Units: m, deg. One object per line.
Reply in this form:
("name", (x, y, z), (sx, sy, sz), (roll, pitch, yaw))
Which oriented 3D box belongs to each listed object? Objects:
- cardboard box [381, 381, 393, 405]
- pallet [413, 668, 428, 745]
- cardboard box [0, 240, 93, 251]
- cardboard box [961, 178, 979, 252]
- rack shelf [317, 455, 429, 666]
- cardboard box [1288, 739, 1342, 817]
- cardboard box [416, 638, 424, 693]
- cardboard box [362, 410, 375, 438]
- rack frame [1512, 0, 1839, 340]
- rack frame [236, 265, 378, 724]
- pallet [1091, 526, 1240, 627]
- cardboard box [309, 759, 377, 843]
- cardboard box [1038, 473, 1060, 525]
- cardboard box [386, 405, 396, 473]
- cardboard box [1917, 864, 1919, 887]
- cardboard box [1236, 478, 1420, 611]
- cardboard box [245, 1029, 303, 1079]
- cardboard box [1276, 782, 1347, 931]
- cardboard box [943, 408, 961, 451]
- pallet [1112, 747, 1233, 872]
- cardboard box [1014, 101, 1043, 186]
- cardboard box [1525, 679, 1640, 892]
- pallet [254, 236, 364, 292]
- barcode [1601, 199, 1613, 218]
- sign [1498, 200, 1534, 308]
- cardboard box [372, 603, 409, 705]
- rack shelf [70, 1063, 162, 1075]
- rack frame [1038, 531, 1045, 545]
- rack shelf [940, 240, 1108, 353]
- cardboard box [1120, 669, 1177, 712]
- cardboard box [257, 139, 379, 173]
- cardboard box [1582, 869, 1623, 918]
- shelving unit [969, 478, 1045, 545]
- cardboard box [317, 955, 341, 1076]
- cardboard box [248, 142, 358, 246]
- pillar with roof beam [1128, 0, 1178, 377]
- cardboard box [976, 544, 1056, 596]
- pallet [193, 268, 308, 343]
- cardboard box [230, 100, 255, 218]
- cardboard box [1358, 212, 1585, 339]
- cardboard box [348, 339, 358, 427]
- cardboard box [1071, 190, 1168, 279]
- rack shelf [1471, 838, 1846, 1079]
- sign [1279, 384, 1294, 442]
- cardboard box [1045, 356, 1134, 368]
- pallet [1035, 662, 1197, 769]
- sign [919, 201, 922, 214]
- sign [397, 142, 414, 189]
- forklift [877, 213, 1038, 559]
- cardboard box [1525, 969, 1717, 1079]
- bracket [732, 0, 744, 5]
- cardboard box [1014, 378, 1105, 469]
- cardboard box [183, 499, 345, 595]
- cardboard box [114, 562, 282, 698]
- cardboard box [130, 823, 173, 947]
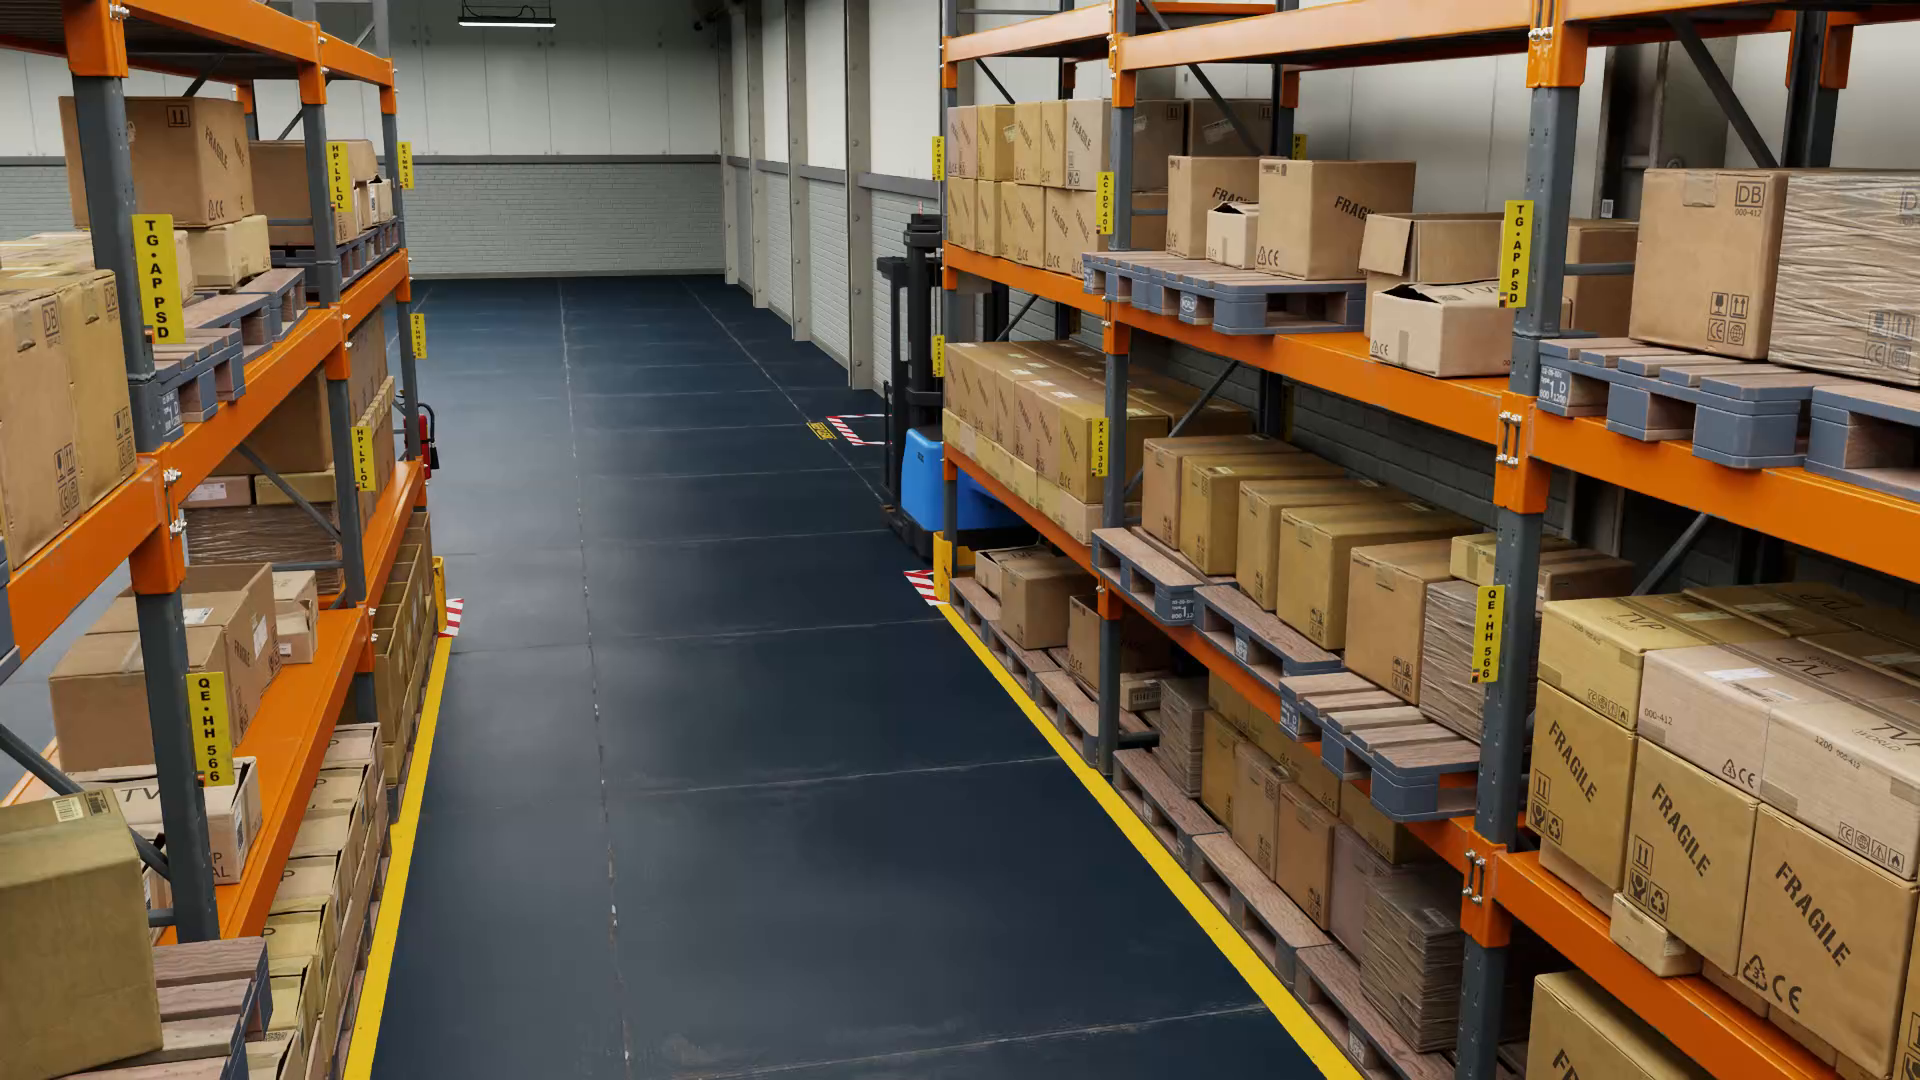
("cardboard box", (-4.112, -0.996, 11.430), (0.380, 0.149, 0.250), (-3, 14, -12))
("pallet", (-3.946, 1.039, 10.552), (1.003, 0.211, 1.213), (-3, 14, -13))
("cardboard box", (-2.996, -0.867, 5.590), (0.500, 0.250, 0.500), (-4, 14, -14))
("cardboard box", (0.292, -2.346, 11.958), (0.500, 0.500, 0.500), (-2, 14, -9))
("rack shelf", (-3.980, 0.040, 10.280), (1.077, 0.370, 4.000), (-3, 14, -13))
("cardboard box", (1.825, 1.018, 7.523), (0.500, 0.250, 0.500), (-3, 14, -13))
("cardboard box", (-3.673, 0.814, 10.507), (0.500, 0.250, 0.500), (-3, 14, -13))
("cardboard box", (-3.808, -0.699, 10.213), (0.380, 0.149, 0.250), (-3, 14, -14))
("rack frame", (2.243, -2.116, 4.951), (1.000, 3.000, 0.127), (-3, 14, -13))
("rack frame", (-3.510, 0.152, 8.306), (1.000, 3.000, 0.127), (-3, 14, -13))
("pallet", (1.342, 0.153, 8.708), (1.003, 0.211, 1.213), (-3, 14, -13))
("cardboard box", (-3.008, 1.209, 7.709), (0.500, 0.311, 0.500), (-3, 14, -12))
("cardboard box", (0.789, -0.269, 10.305), (0.500, 0.250, 0.500), (-3, 14, -13))
("cardboard box", (-4.352, -0.711, 11.627), (0.700, 0.500, 0.500), (-3, 14, -13))
("cardboard box", (2.474, 0.707, 3.577), (0.500, 0.250, 0.500), (-4, 14, -14))
("cardboard box", (1.700, 0.012, 7.743), (0.700, 0.500, 0.500), (-1, 14, -5))
("cardboard box", (-2.408, 1.797, 5.300), (0.500, 0.311, 0.500), (-3, 14, -11))
("cardboard box", (1.871, 1.397, 7.551), (0.700, 0.500, 0.500), (-3, 14, -13))
("cardboard box", (0.171, -0.854, 12.699), (0.500, 0.250, 0.500), (-4, 14, -15))
("pallet", (1.488, 1.410, 9.036), (1.003, 0.211, 1.213), (-3, 14, -13))
("cardboard box", (0.651, -2.472, 10.368), (0.500, 0.500, 0.500), (-4, 14, -15))
("cardboard box", (2.109, 0.722, 5.096), (0.500, 0.500, 0.500), (-3, 14, -12))
("pallet", (-3.736, -1.457, 8.760), (1.003, 0.211, 1.213), (-3, 14, -13))
("barcode", (2.485, -1.272, 6.385), (0.001, 0.075, 0.075), (-3, 14, -13))
("sign", (1.716, -0.880, 5.123), (0.100, 0.325, 0.005), (-3, 14, -13))
("cardboard box", (-3.440, 0.680, 9.473), (0.500, 0.500, 0.500), (-3, 14, -13))
("rack shelf", (-2.101, 1.886, 2.726), (1.077, 0.370, 4.000), (-3, 14, -13))
("rack frame", (0.858, -0.375, 13.620), (0.500, 1.500, 0.032), (-14, 27, -35))
("rack shelf", (0.834, -1.694, 11.058), (1.077, 0.370, 4.000), (-3, 14, -13))
("cardboard box", (1.149, 0.916, 10.222), (0.380, 0.166, 0.250), (-5, 15, -21))
("cardboard box", (-4.319, -2.417, 11.105), (0.797, 0.503, 0.637), (-2, 14, -9))
("cardboard box", (2.146, 1.058, 5.086), (0.380, 0.149, 0.250), (-3, 14, -12))
("shelving unit", (0.548, -0.535, 13.990), (0.538, 1.500, 1.048), (-14, 27, -35))
("cardboard box", (-2.655, 1.834, 6.331), (0.500, 0.250, 0.500), (-4, 14, -15))
("cardboard box", (-3.372, -1.756, 8.407), (0.500, 0.500, 0.500), (-2, 14, -9))
("pillar with roof beam", (-2.815, -3.608, 11.059), (9.100, 9.000, 0.400), (-3, 14, -13))
("cardboard box", (0.440, 0.210, 12.810), (0.500, 0.311, 0.500), (-5, 15, -20))
("pallet", (-3.290, -1.009, 7.143), (0.805, 0.209, 1.217), (-4, 14, -15))
("cardboard box", (-3.404, -1.656, 7.237), (0.500, 0.500, 0.500), (-3, 14, -13))
("cardboard box", (2.029, -1.023, 6.537), (0.797, 0.503, 0.637), (-1, 14, -5))
("cardboard box", (-3.857, -0.860, 9.508), (0.700, 0.500, 0.500), (-3, 14, -13))
("cardboard box", (0.945, -1.743, 9.492), (0.500, 0.500, 0.500), (-3, 14, -12))
("rack shelf", (2.713, 1.609, 3.859), (1.077, 0.370, 4.000), (-3, 14, -13))
("sign", (1.843, -0.719, 9.432), (0.100, 0.325, 0.005), (-3, 14, -13))
("cardboard box", (0.916, -1.016, 11.782), (0.500, 0.500, 0.500), (-4, 14, -15))
("pallet", (1.112, 1.077, 10.397), (1.003, 0.211, 1.213), (-3, 14, -13))
("sign", (-0.488, -4.024, 20.516), (0.001, 0.298, 0.199), (-3, 14, -13))
("sign", (-3.919, -2.646, 11.742), (0.100, 0.325, 0.005), (-3, 14, -13))
("forklift", (-0.151, -1.567, 15.489), (1.130, 2.935, 3.031), (-3, 14, -14))
("cardboard box", (2.289, 1.815, 5.144), (0.750, 0.750, 0.750), (-3, 14, -14))
("bracket", (-4.514, -11.018, 33.803), (0.235, 0.232, 0.430), (-3, 14, -13))
("cardboard box", (0.662, -0.749, 10.690), (0.500, 0.500, 0.500), (-4, 14, -15))
("cardboard box", (-3.621, 0.002, 8.712), (0.700, 0.500, 0.500), (-4, 14, -15))
("cardboard box", (-3.222, 0.403, 7.068), (0.500, 0.500, 0.500), (-2, 14, -9))
("cardboard box", (-2.614, 1.032, 4.893), (0.500, 0.311, 0.500), (-2, 14, -10))
